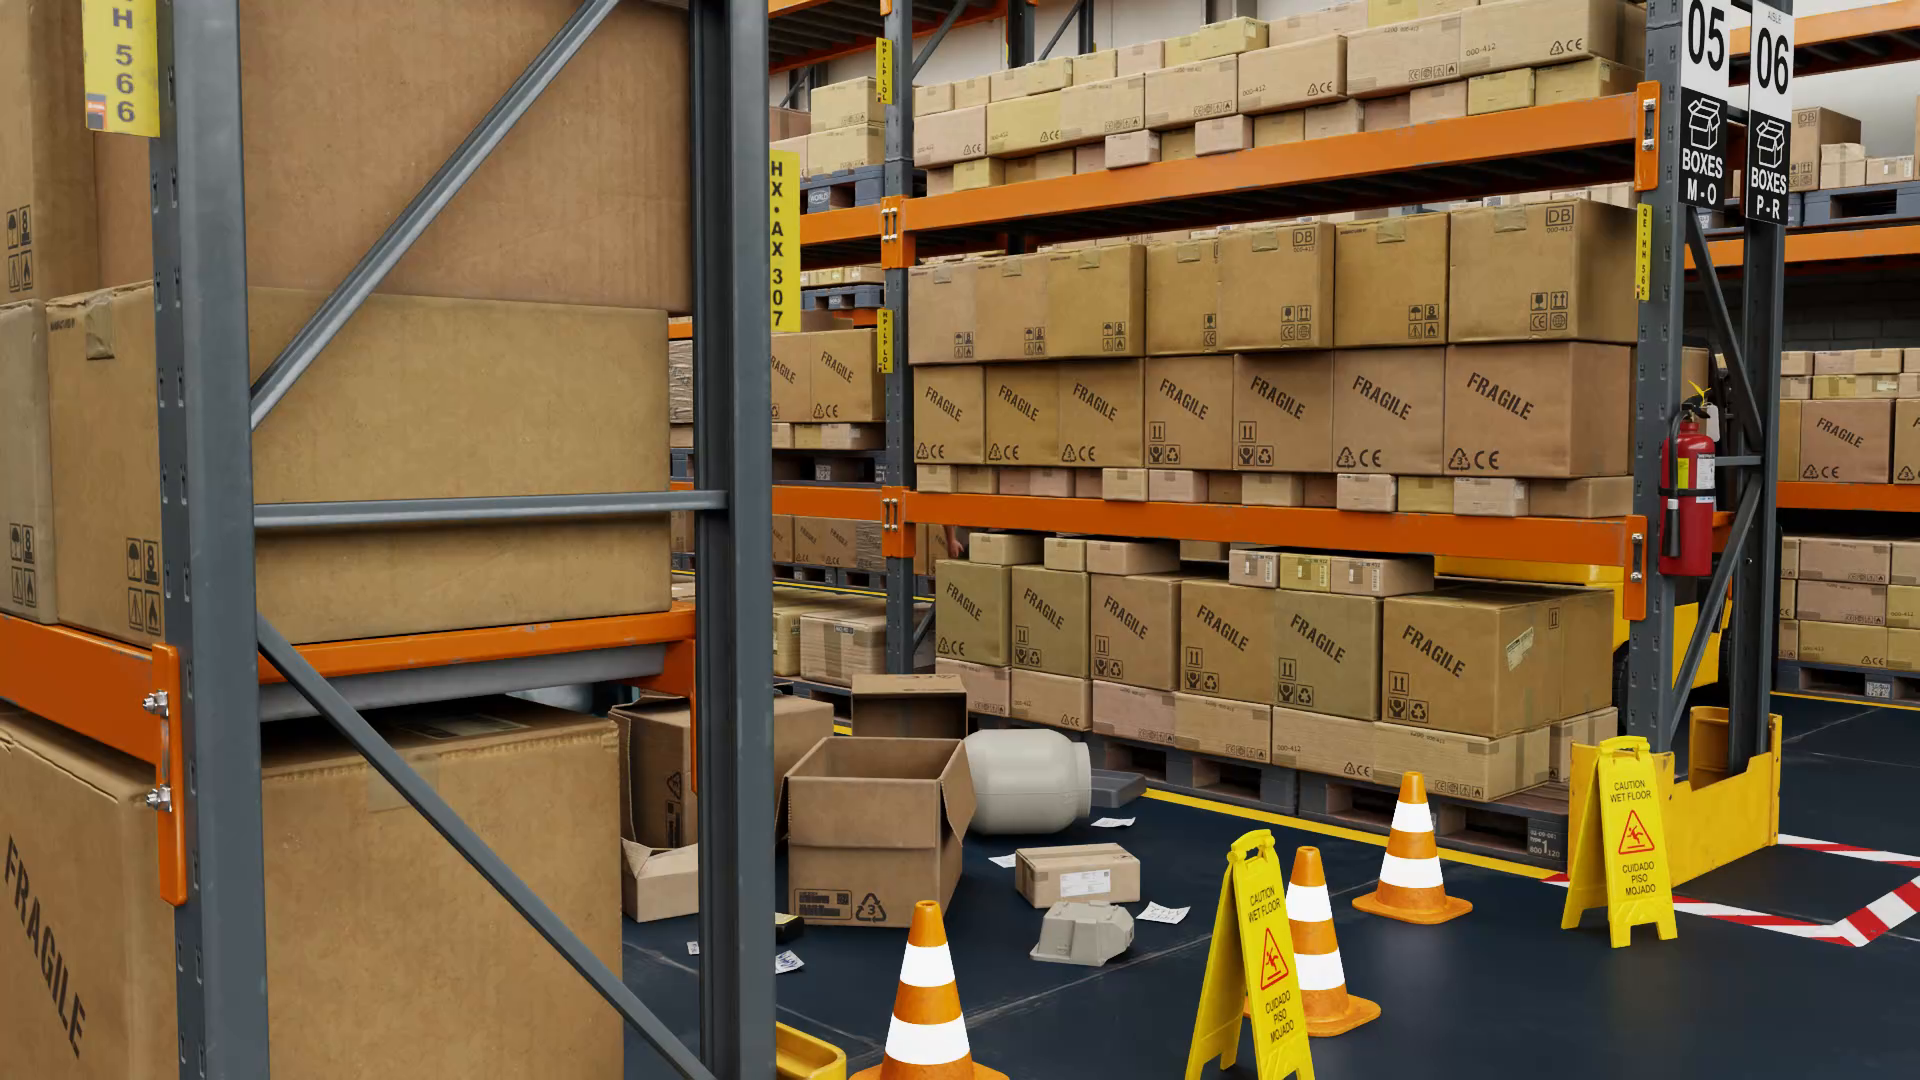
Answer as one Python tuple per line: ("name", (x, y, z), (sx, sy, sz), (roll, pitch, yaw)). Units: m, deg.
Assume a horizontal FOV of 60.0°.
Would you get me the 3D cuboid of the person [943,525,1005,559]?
("person", (0.219, 0.021, 11.339), (0.674, 1.721, 0.498), (-4, 5, -43))
